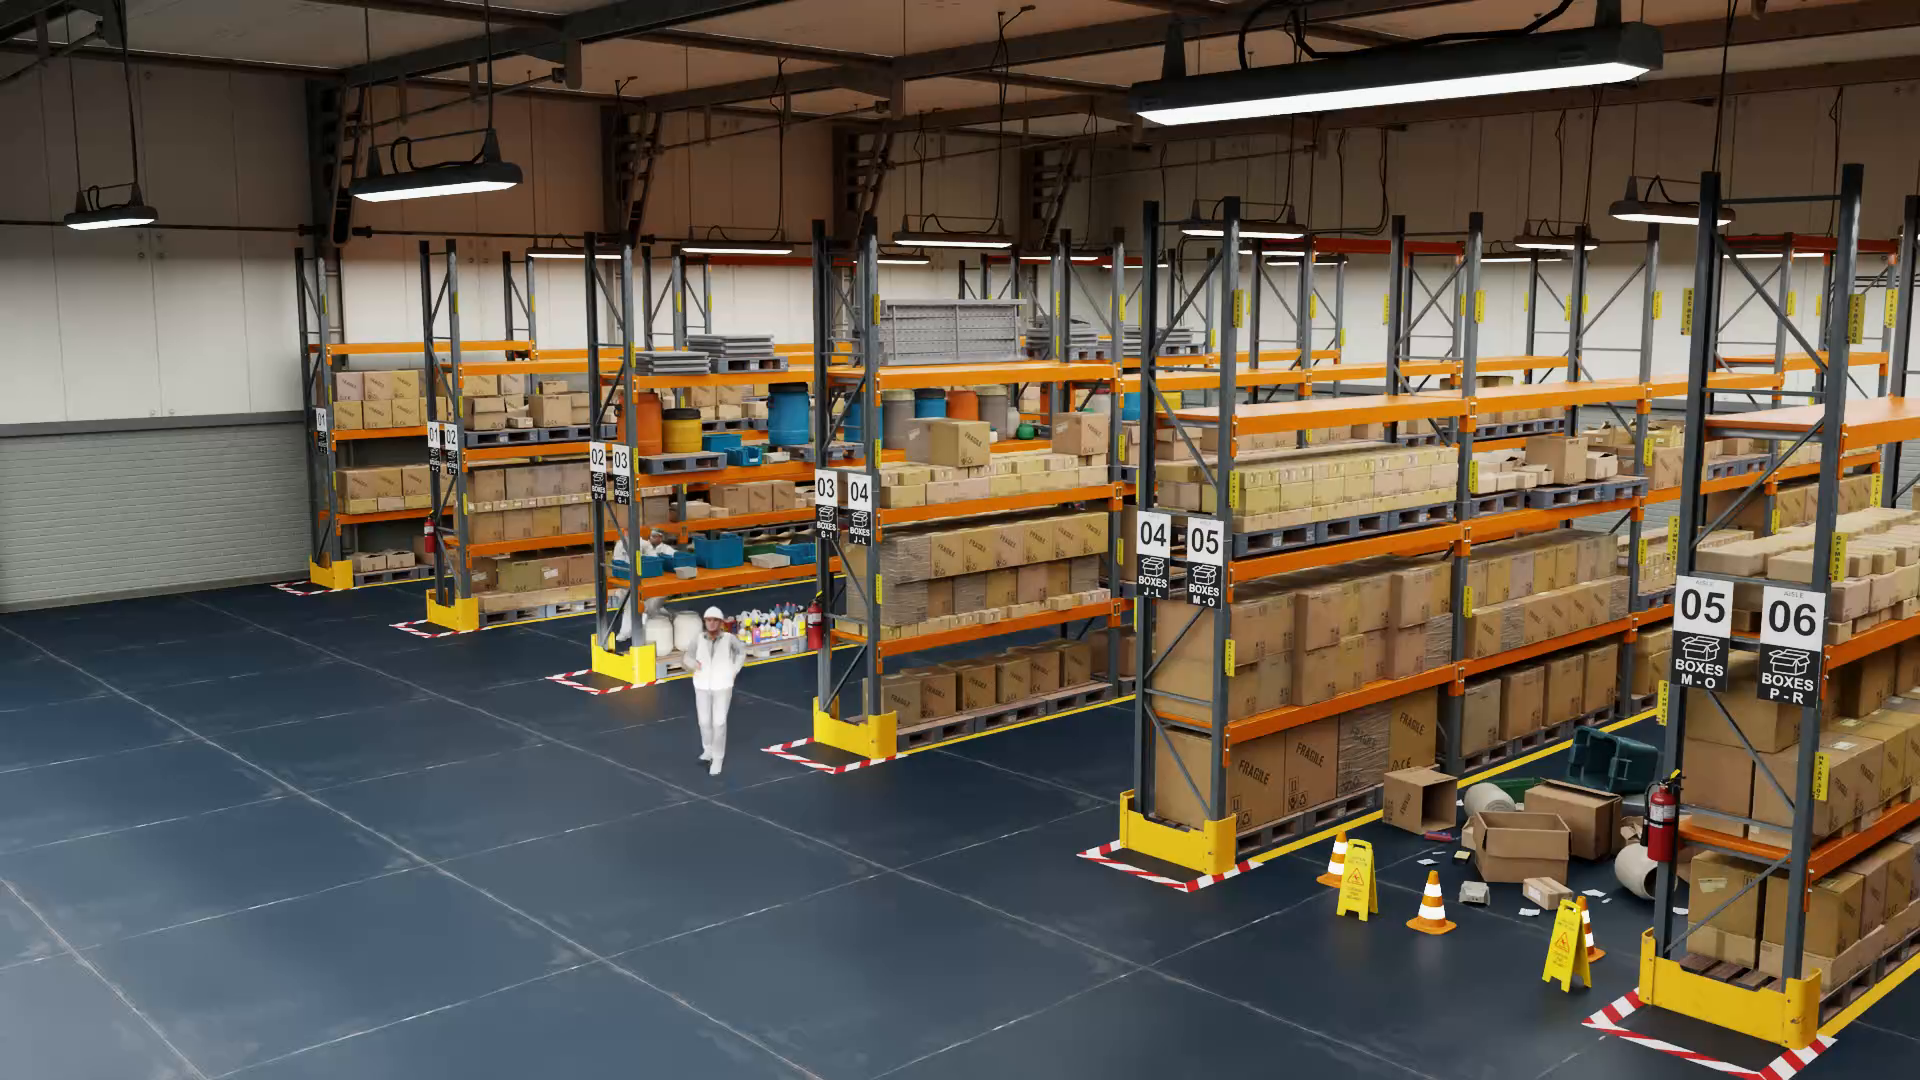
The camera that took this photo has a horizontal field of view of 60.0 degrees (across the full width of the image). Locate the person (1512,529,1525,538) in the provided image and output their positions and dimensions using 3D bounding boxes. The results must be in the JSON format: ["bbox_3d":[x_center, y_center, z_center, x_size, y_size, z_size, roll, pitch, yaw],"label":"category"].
[{"bbox_3d":[8.515,0.627,25.487,0.531,1.591,0.883,7,11,38],"label":"person"}]

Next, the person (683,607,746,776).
[{"bbox_3d":[-2.701,1.639,18.227,0.655,1.840,0.688,1,8,5],"label":"person"}]

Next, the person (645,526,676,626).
[{"bbox_3d":[-4.547,0.659,24.895,0.638,1.731,0.587,7,11,40],"label":"person"}]

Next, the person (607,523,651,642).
[{"bbox_3d":[-4.975,0.607,25.237,0.710,1.764,0.934,4,9,24],"label":"person"}]
